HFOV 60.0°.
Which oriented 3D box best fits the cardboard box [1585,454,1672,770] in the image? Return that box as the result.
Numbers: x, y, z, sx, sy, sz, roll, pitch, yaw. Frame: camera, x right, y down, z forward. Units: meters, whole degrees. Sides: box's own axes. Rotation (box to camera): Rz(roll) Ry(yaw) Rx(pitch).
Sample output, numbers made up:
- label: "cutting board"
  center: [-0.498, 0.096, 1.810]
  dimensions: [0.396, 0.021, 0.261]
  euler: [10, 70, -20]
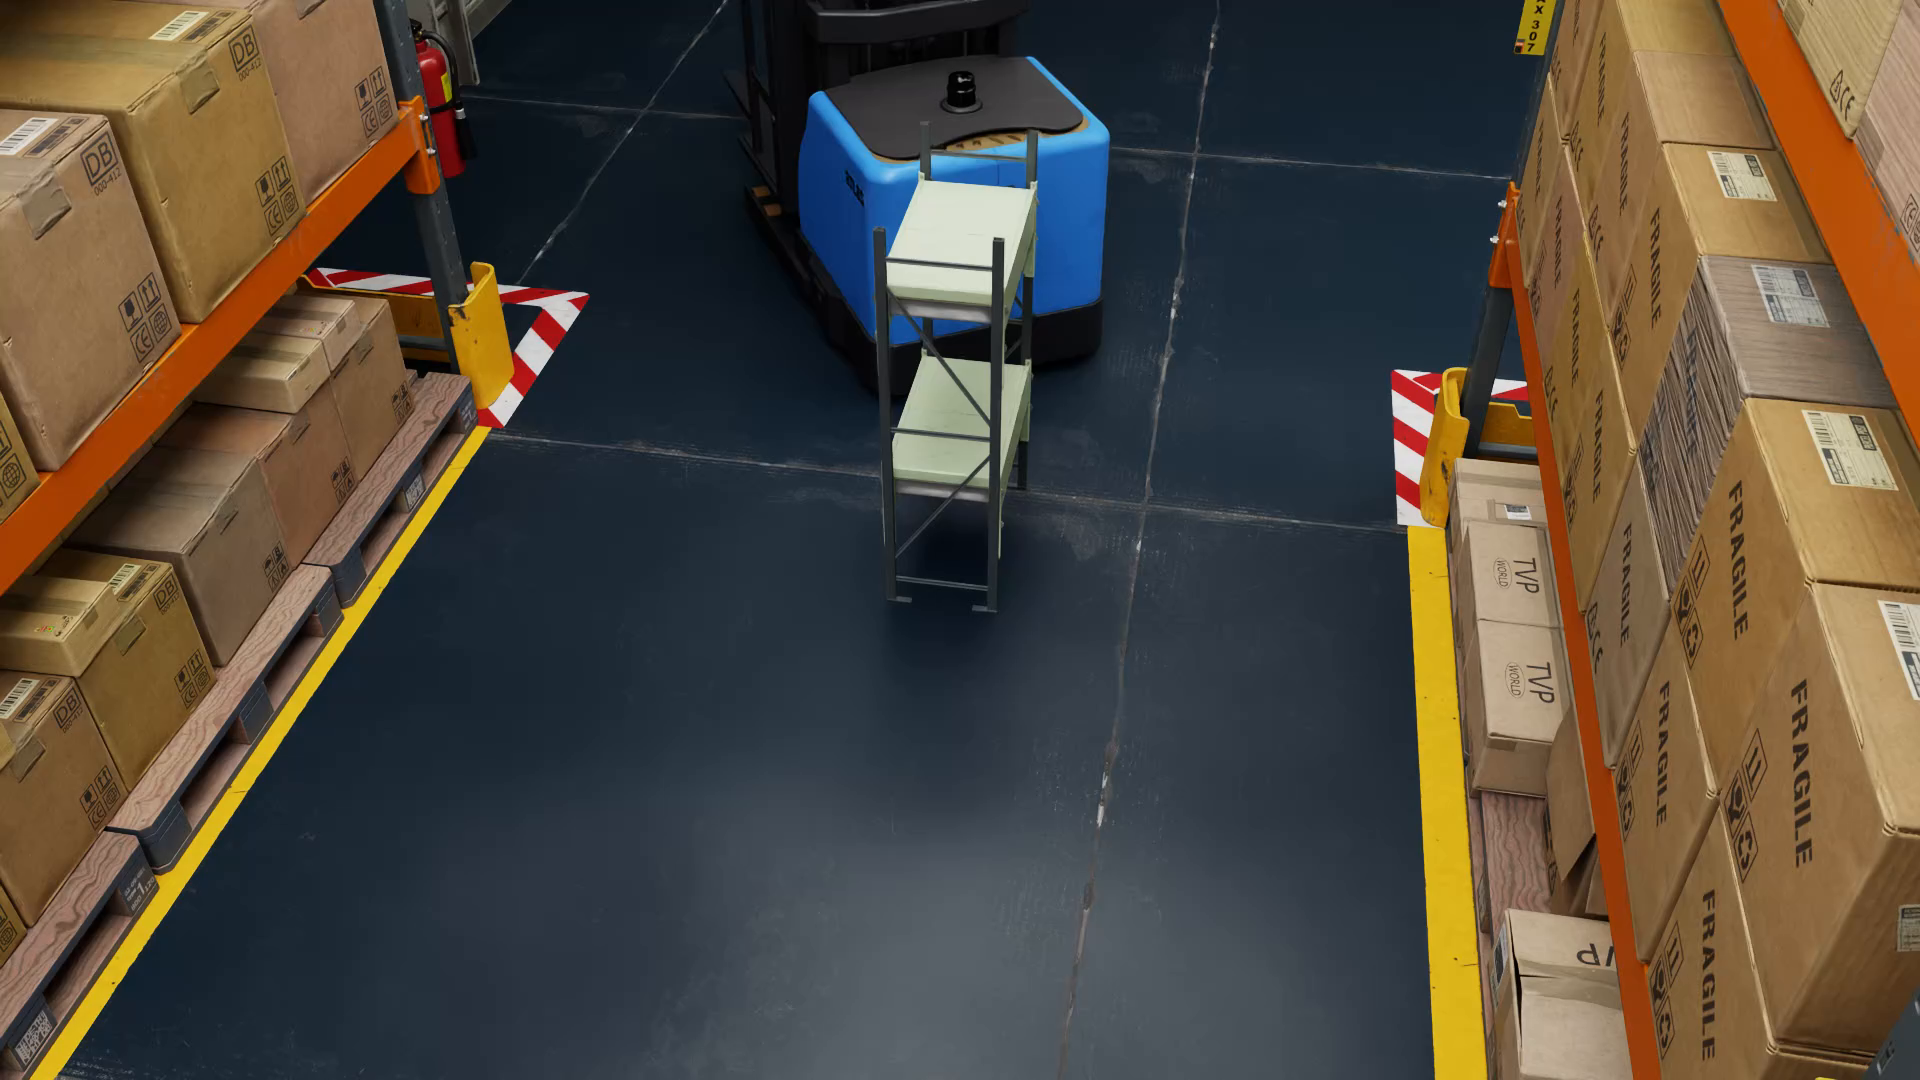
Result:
- label: "cardboard box"
  center: [1.690, 0.182, 3.598]
  dimensions: [0.500, 0.500, 0.500]
  euler: [7, 40, 9]

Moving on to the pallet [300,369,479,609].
- label: "pallet"
  center: [-2.567, -0.260, 6.399]
  dimensions: [1.003, 0.211, 1.213]
  euler: [6, 40, 8]

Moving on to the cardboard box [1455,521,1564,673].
- label: "cardboard box"
  center: [1.914, 0.212, 5.452]
  dimensions: [0.500, 0.250, 0.500]
  euler: [6, 40, 8]

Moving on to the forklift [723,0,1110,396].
- label: "forklift"
  center: [-0.405, -2.668, 7.177]
  dimensions: [1.130, 2.935, 3.031]
  euler: [-14, 42, -16]

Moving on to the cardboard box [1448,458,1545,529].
- label: "cardboard box"
  center: [1.963, -0.148, 5.967]
  dimensions: [0.380, 0.149, 0.250]
  euler: [6, 40, 8]

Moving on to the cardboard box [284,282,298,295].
- label: "cardboard box"
  center: [-2.703, -0.944, 6.161]
  dimensions: [0.380, 0.149, 0.250]
  euler: [7, 40, 8]

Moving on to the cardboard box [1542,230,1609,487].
- label: "cardboard box"
  center: [1.864, -0.452, 4.364]
  dimensions: [0.500, 0.500, 0.500]
  euler: [6, 40, 8]

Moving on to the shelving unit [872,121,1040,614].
- label: "shelving unit"
  center: [-0.001, -0.574, 5.767]
  dimensions: [0.431, 1.500, 0.755]
  euler: [6, 40, 8]

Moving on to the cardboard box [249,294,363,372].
- label: "cardboard box"
  center: [-2.371, -0.743, 5.918]
  dimensions: [0.380, 0.149, 0.250]
  euler: [6, 40, 7]

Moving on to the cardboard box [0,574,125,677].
- label: "cardboard box"
  center: [-2.638, 0.236, 4.734]
  dimensions: [0.380, 0.149, 0.250]
  euler: [5, 40, 6]

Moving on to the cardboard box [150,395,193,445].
- label: "cardboard box"
  center: [-2.834, -0.469, 5.586]
  dimensions: [0.380, 0.149, 0.250]
  euler: [7, 40, 8]

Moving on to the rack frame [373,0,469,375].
- label: "rack frame"
  center: [-2.505, -1.846, 6.128]
  dimensions: [1.000, 3.000, 0.127]
  euler: [6, 40, 8]

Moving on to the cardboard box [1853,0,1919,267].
- label: "cardboard box"
  center: [1.601, -0.537, 2.309]
  dimensions: [0.500, 0.250, 0.500]
  euler: [6, 40, 8]

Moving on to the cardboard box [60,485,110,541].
- label: "cardboard box"
  center: [-2.921, -0.148, 5.198]
  dimensions: [0.380, 0.149, 0.250]
  euler: [7, 40, 8]

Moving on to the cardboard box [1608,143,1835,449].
- label: "cardboard box"
  center: [1.776, -0.515, 3.656]
  dimensions: [0.500, 0.500, 0.500]
  euler: [6, 40, 7]

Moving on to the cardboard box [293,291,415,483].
- label: "cardboard box"
  center: [-2.528, -0.594, 6.246]
  dimensions: [0.700, 0.500, 0.500]
  euler: [6, 40, 8]

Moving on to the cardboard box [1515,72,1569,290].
- label: "cardboard box"
  center: [2.038, -1.091, 5.137]
  dimensions: [0.500, 0.500, 0.500]
  euler: [7, 40, 9]

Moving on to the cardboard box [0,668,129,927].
- label: "cardboard box"
  center: [-2.877, 0.693, 4.689]
  dimensions: [0.700, 0.500, 0.500]
  euler: [6, 40, 7]

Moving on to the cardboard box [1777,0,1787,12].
- label: "cardboard box"
  center: [1.770, -1.165, 3.068]
  dimensions: [0.500, 0.250, 0.500]
  euler: [6, 40, 8]

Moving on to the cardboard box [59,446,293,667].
- label: "cardboard box"
  center: [-2.701, 0.036, 5.484]
  dimensions: [0.700, 0.500, 0.500]
  euler: [5, 40, 6]

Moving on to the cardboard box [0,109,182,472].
- label: "cardboard box"
  center: [-2.840, -0.705, 4.513]
  dimensions: [0.980, 0.700, 0.700]
  euler: [5, 40, 6]

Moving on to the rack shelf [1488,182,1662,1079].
- label: "rack shelf"
  center: [2.028, 0.231, 4.181]
  dimensions: [1.077, 0.370, 4.000]
  euler: [6, 40, 8]

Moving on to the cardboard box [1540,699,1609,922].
- label: "cardboard box"
  center: [2.002, 0.822, 4.516]
  dimensions: [0.797, 0.503, 0.637]
  euler: [6, 40, 8]

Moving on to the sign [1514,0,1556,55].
- label: "sign"
  center: [1.840, -1.695, 5.267]
  dimensions: [0.100, 0.325, 0.005]
  euler: [6, 40, 8]

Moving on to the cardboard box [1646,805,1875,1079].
- label: "cardboard box"
  center: [1.516, 0.828, 2.816]
  dimensions: [0.500, 0.500, 0.500]
  euler: [7, 40, 8]

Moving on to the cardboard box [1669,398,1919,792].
- label: "cardboard box"
  center: [1.600, 0.117, 2.891]
  dimensions: [0.500, 0.500, 0.500]
  euler: [6, 40, 7]

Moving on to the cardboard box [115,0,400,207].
- label: "cardboard box"
  center: [-2.584, -1.640, 5.644]
  dimensions: [0.980, 0.700, 0.700]
  euler: [8, 40, 10]

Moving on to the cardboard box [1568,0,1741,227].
- label: "cardboard box"
  center: [1.955, -1.147, 4.420]
  dimensions: [0.500, 0.500, 0.500]
  euler: [7, 40, 8]

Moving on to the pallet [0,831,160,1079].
- label: "pallet"
  center: [-2.989, 1.271, 4.547]
  dimensions: [1.003, 0.211, 1.213]
  euler: [6, 40, 8]

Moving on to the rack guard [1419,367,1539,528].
- label: "rack guard"
  center: [2.361, -0.291, 6.209]
  dimensions: [1.175, 0.500, 0.348]
  euler: [6, 40, 8]

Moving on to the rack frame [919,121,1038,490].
- label: "rack frame"
  center: [0.062, -0.804, 6.045]
  dimensions: [0.400, 1.500, 0.023]
  euler: [6, 40, 8]

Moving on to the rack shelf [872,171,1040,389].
- label: "rack shelf"
  center: [-0.001, -0.875, 5.518]
  dimensions: [0.431, 0.370, 0.720]
  euler: [6, 40, 8]

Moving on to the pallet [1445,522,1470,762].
- label: "pallet"
  center: [2.224, 0.321, 5.696]
  dimensions: [1.003, 0.211, 1.213]
  euler: [6, 40, 8]
